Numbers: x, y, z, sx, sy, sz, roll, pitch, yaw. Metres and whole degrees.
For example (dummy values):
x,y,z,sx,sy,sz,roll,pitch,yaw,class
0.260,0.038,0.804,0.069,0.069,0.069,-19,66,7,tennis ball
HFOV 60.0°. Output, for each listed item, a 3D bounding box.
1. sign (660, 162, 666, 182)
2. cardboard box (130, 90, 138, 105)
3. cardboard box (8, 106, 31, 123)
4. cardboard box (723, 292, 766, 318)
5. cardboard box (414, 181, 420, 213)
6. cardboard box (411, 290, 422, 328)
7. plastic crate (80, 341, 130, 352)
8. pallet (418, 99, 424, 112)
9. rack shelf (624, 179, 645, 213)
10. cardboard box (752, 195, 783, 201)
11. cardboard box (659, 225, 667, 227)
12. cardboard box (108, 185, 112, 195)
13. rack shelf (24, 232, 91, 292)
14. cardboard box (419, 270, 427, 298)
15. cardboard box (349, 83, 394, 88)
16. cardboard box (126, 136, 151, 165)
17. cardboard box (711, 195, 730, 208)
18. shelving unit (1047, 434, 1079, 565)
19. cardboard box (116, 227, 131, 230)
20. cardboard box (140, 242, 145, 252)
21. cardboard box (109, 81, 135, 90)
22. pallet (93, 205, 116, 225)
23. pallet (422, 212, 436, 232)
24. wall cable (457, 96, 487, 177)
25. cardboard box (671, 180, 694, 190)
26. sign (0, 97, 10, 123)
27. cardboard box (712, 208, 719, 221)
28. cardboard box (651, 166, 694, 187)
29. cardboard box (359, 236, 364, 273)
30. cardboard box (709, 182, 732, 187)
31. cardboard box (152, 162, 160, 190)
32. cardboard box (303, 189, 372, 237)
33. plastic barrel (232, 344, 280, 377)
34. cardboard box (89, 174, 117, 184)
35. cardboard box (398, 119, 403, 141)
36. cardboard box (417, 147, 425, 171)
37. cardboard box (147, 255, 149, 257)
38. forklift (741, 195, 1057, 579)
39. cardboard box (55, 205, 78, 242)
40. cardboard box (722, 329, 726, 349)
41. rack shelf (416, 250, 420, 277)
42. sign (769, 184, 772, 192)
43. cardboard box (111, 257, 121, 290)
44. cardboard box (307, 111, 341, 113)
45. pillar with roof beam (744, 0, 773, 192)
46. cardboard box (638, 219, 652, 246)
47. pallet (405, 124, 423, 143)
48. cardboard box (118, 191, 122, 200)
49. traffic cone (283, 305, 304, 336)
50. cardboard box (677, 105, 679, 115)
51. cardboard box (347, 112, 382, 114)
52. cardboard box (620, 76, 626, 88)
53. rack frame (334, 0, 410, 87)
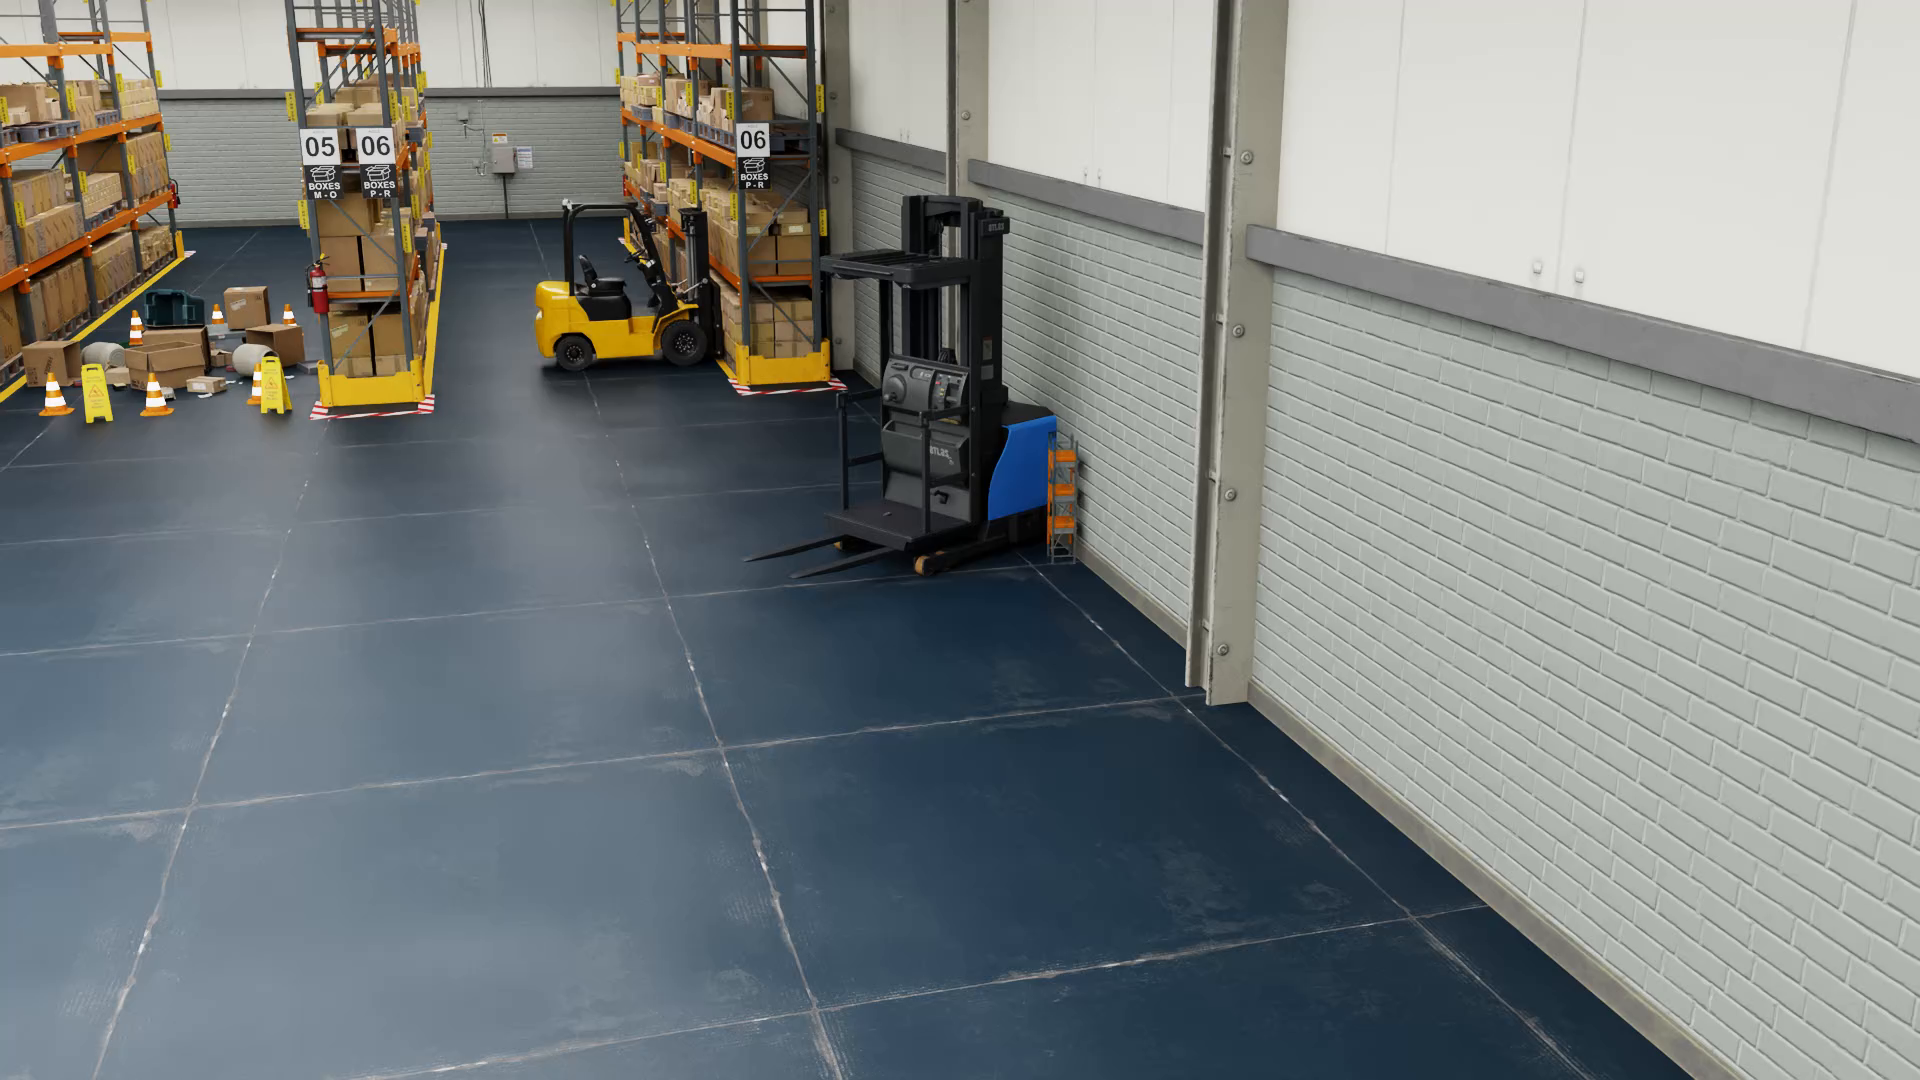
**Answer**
x,y,z,sx,sy,sz,roll,pitch,yaw,class
-4.973,-6.162,27.876,0.100,0.325,0.005,-5,17,-15,sign
-15.215,-8.019,30.112,0.500,0.250,0.500,-4,17,-14,cardboard box
-13.168,-5.927,23.085,0.396,0.266,0.258,-5,17,-15,cardboard box
-2.827,-3.084,21.818,0.500,0.250,0.500,-4,17,-14,cardboard box
-8.240,-5.011,24.499,0.500,0.500,0.500,-5,17,-16,cardboard box
-7.422,-3.010,22.005,0.500,0.500,0.500,-4,17,-12,cardboard box
-11.550,-2.508,22.374,0.450,0.188,0.662,-6,15,16,plastic crate
-10.871,-8.362,32.015,1.003,0.211,1.213,-5,17,-15,pallet
-6.102,-7.006,33.811,1.077,0.370,4.000,-5,17,-15,rack shelf
-2.655,-4.664,22.946,0.380,0.149,0.250,-5,17,-16,cardboard box
-5.390,-5.776,30.955,0.380,0.149,0.250,-5,17,-16,cardboard box
-14.538,-5.896,28.057,0.380,0.149,0.250,-5,18,-17,cardboard box
-13.407,-3.980,23.739,1.077,0.370,4.000,-5,17,-15,rack shelf
-9.079,-4.083,26.667,0.950,0.372,0.625,-6,18,-19,cardboard box
-9.474,-7.077,26.673,0.797,0.503,0.637,-6,18,-19,cardboard box
-15.351,-7.224,30.857,0.500,0.500,0.500,-5,18,-17,cardboard box
-3.245,-4.690,23.032,0.380,0.149,0.250,-5,17,-16,cardboard box
0.846,-0.336,13.746,0.215,1.050,0.252,-2,17,-5,shelving unit
-16.338,-6.040,32.536,0.380,0.149,0.250,-6,18,-18,cardboard box
-14.970,-5.298,30.065,0.380,0.149,0.250,-4,17,-13,cardboard box
-15.218,-8.246,30.176,0.380,0.149,0.250,-4,17,-12,cardboard box
-14.540,-5.330,27.316,1.003,0.211,1.213,-5,17,-15,pallet
-8.927,-5.017,26.272,1.213,0.211,1.003,-5,17,-15,pallet
-11.635,-9.670,39.664,0.588,1.984,0.122,-5,17,-15,wall cable
-4.574,-5.864,27.458,0.380,0.149,0.250,-4,17,-14,cardboard box
-12.324,-5.538,21.424,0.100,0.325,0.005,-5,17,-15,sign
-3.195,-4.477,22.842,0.380,0.149,0.250,-5,18,-17,cardboard box
-5.080,-6.378,29.562,0.797,0.503,0.637,-5,17,-17,cardboard box
-7.574,-3.542,20.338,0.500,0.500,0.500,-5,17,-15,cardboard box
-3.846,-5.694,26.894,0.380,0.149,0.250,-5,17,-16,cardboard box
-15.499,-6.895,31.500,0.500,0.500,0.500,-5,17,-15,cardboard box
-7.377,-3.878,19.718,0.700,0.500,0.500,-5,17,-17,cardboard box
-9.050,-2.302,21.380,0.512,0.421,0.421,7,18,23,plastic barrel
-14.683,-6.180,28.485,0.380,0.149,0.250,-5,17,-17,cardboard box
-7.325,-5.176,20.999,0.500,0.250,0.500,-4,17,-14,cardboard box
-9.960,-6.827,30.053,0.500,0.500,0.500,-4,17,-13,cardboard box
-15.156,-5.151,30.611,0.380,0.149,0.250,-5,17,-16,cardboard box
-0.438,-1.276,13.606,1.130,2.935,3.031,16,23,42,forklift
-13.439,-4.684,24.659,0.500,0.500,0.500,-5,17,-15,cardboard box
-2.944,-2.744,22.424,0.500,0.250,0.500,-5,17,-15,cardboard box
-8.675,-4.399,25.134,1.077,0.370,4.000,-5,17,-15,rack shelf
-2.821,-5.081,24.511,0.100,0.325,0.005,-5,17,-15,sign
-14.193,-4.378,27.428,0.500,0.500,0.500,-5,17,-17,cardboard box
-7.525,-4.996,19.707,0.380,0.149,0.250,-5,17,-16,cardboard box
-7.368,-7.934,25.223,9.100,9.000,0.400,-5,17,-15,pillar with roof beam
-6.092,-6.204,33.507,0.700,0.500,0.500,-5,18,-17,cardboard box
-8.193,-5.717,23.381,1.213,0.211,1.003,-5,17,-15,pallet
-14.756,-5.971,28.822,0.380,0.149,0.250,-5,17,-17,cardboard box
-9.813,-3.208,24.328,0.336,0.463,0.334,-5,17,-15,traffic cone
-4.160,-6.643,25.672,0.380,0.149,0.250,-5,17,-16,cardboard box
-7.012,-4.965,19.605,0.380,0.149,0.250,-5,17,-15,cardboard box
-6.772,-9.508,34.550,0.500,0.250,0.500,-5,17,-16,cardboard box
-9.225,-8.170,26.010,1.000,3.000,0.127,-5,17,-15,rack frame
